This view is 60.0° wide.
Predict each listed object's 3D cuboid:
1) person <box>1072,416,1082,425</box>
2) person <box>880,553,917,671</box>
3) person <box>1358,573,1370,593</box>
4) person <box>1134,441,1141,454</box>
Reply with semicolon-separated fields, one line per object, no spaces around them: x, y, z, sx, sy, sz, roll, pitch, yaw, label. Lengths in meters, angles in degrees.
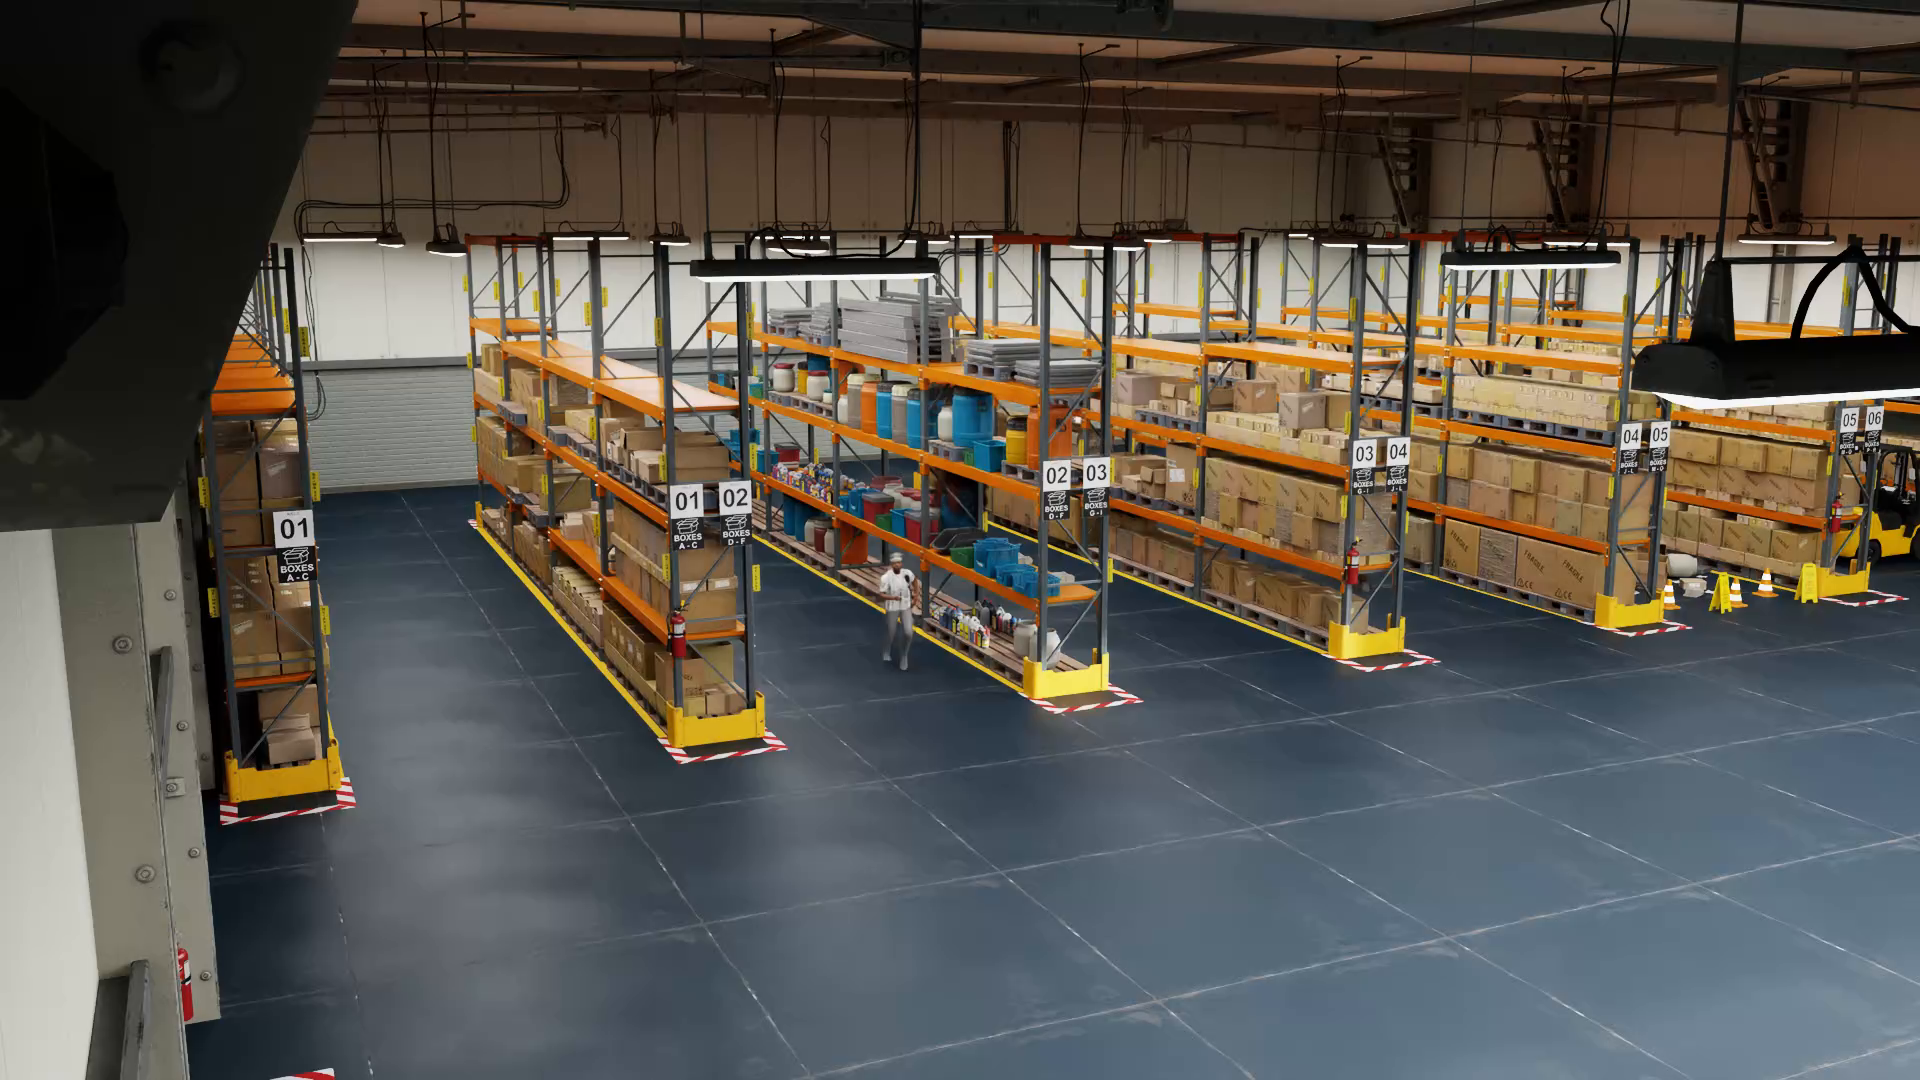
2.793;-2.497;41.349;0.722;1.766;1.183;2;11;10;person
-0.861;0.989;23.588;0.588;1.703;0.859;-2;11;-13;person
6.913;0.067;28.734;0.618;1.625;0.966;-9;14;-38;person
4.436;-2.482;41.649;0.513;1.638;0.674;2;11;12;person
